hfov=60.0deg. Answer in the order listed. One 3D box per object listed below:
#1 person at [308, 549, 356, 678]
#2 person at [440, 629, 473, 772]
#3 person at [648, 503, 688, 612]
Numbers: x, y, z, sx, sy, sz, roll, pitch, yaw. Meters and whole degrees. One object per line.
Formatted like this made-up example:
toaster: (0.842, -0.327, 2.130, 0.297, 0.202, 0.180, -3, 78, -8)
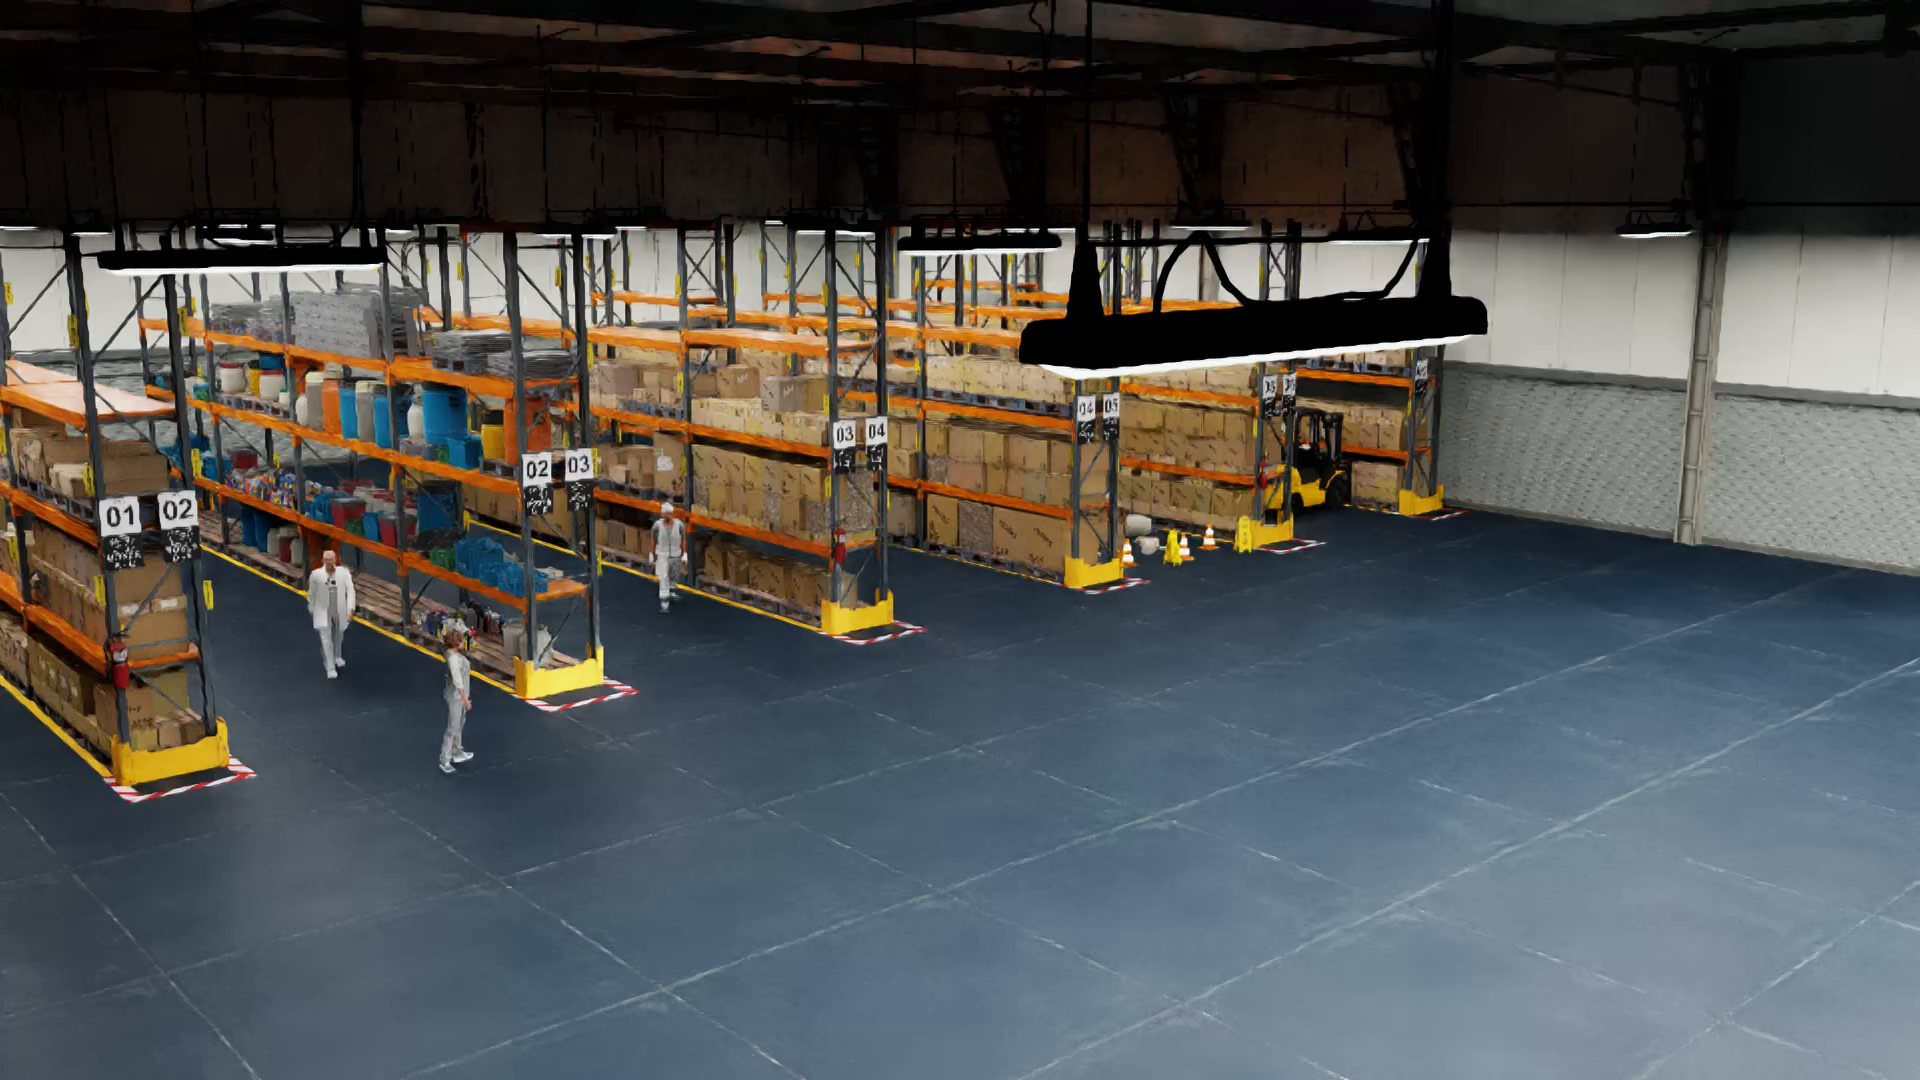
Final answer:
person: (-8.536, 0.969, 22.654, 0.573, 1.716, 1.102, -7, 14, -32)
person: (-5.752, 1.803, 18.903, 0.394, 1.595, 0.588, -3, 12, -16)
person: (-4.615, 0.240, 26.341, 0.598, 1.735, 0.988, -4, 12, -20)
